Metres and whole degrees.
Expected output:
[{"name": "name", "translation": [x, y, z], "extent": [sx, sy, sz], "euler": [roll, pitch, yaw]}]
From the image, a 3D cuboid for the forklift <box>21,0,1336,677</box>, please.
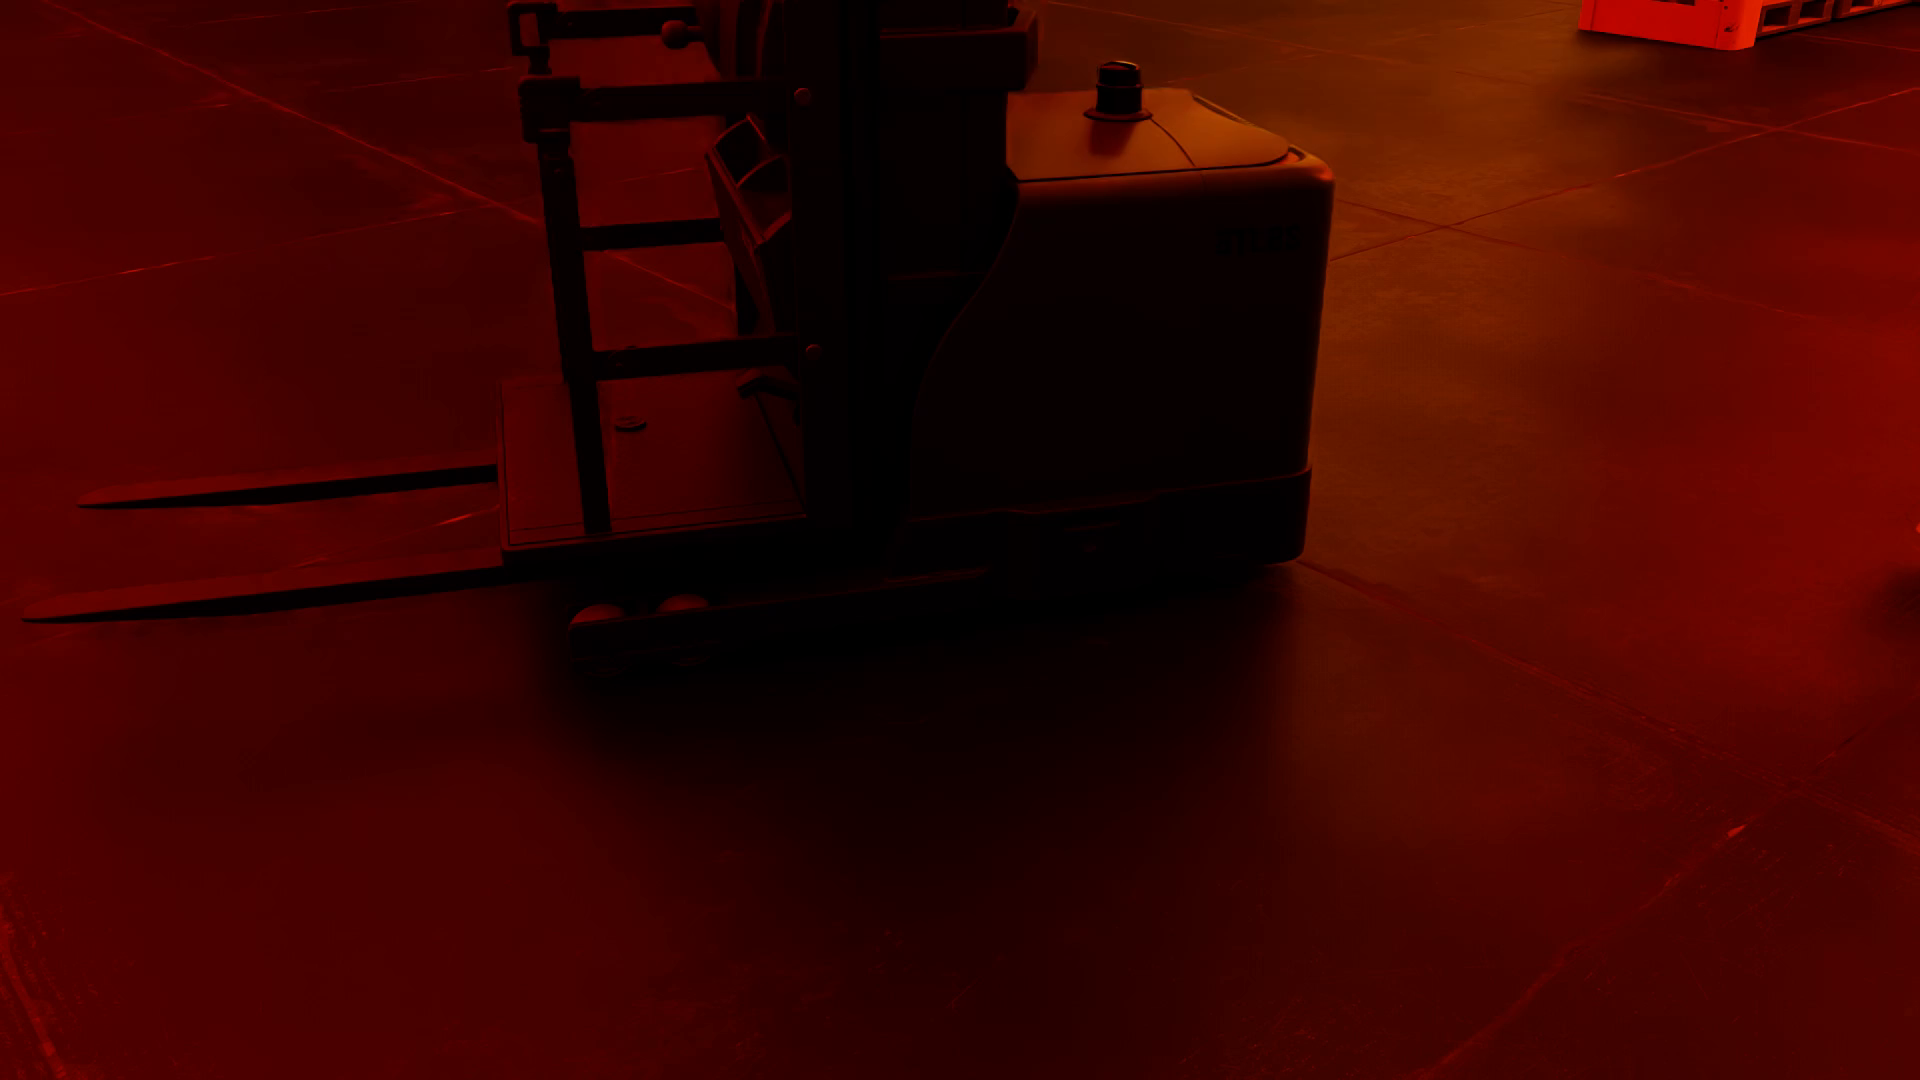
[{"name": "forklift", "translation": [-0.683, -1.255, 3.732], "extent": [3.031, 2.935, 1.130], "euler": [-7, 27, -13]}]
